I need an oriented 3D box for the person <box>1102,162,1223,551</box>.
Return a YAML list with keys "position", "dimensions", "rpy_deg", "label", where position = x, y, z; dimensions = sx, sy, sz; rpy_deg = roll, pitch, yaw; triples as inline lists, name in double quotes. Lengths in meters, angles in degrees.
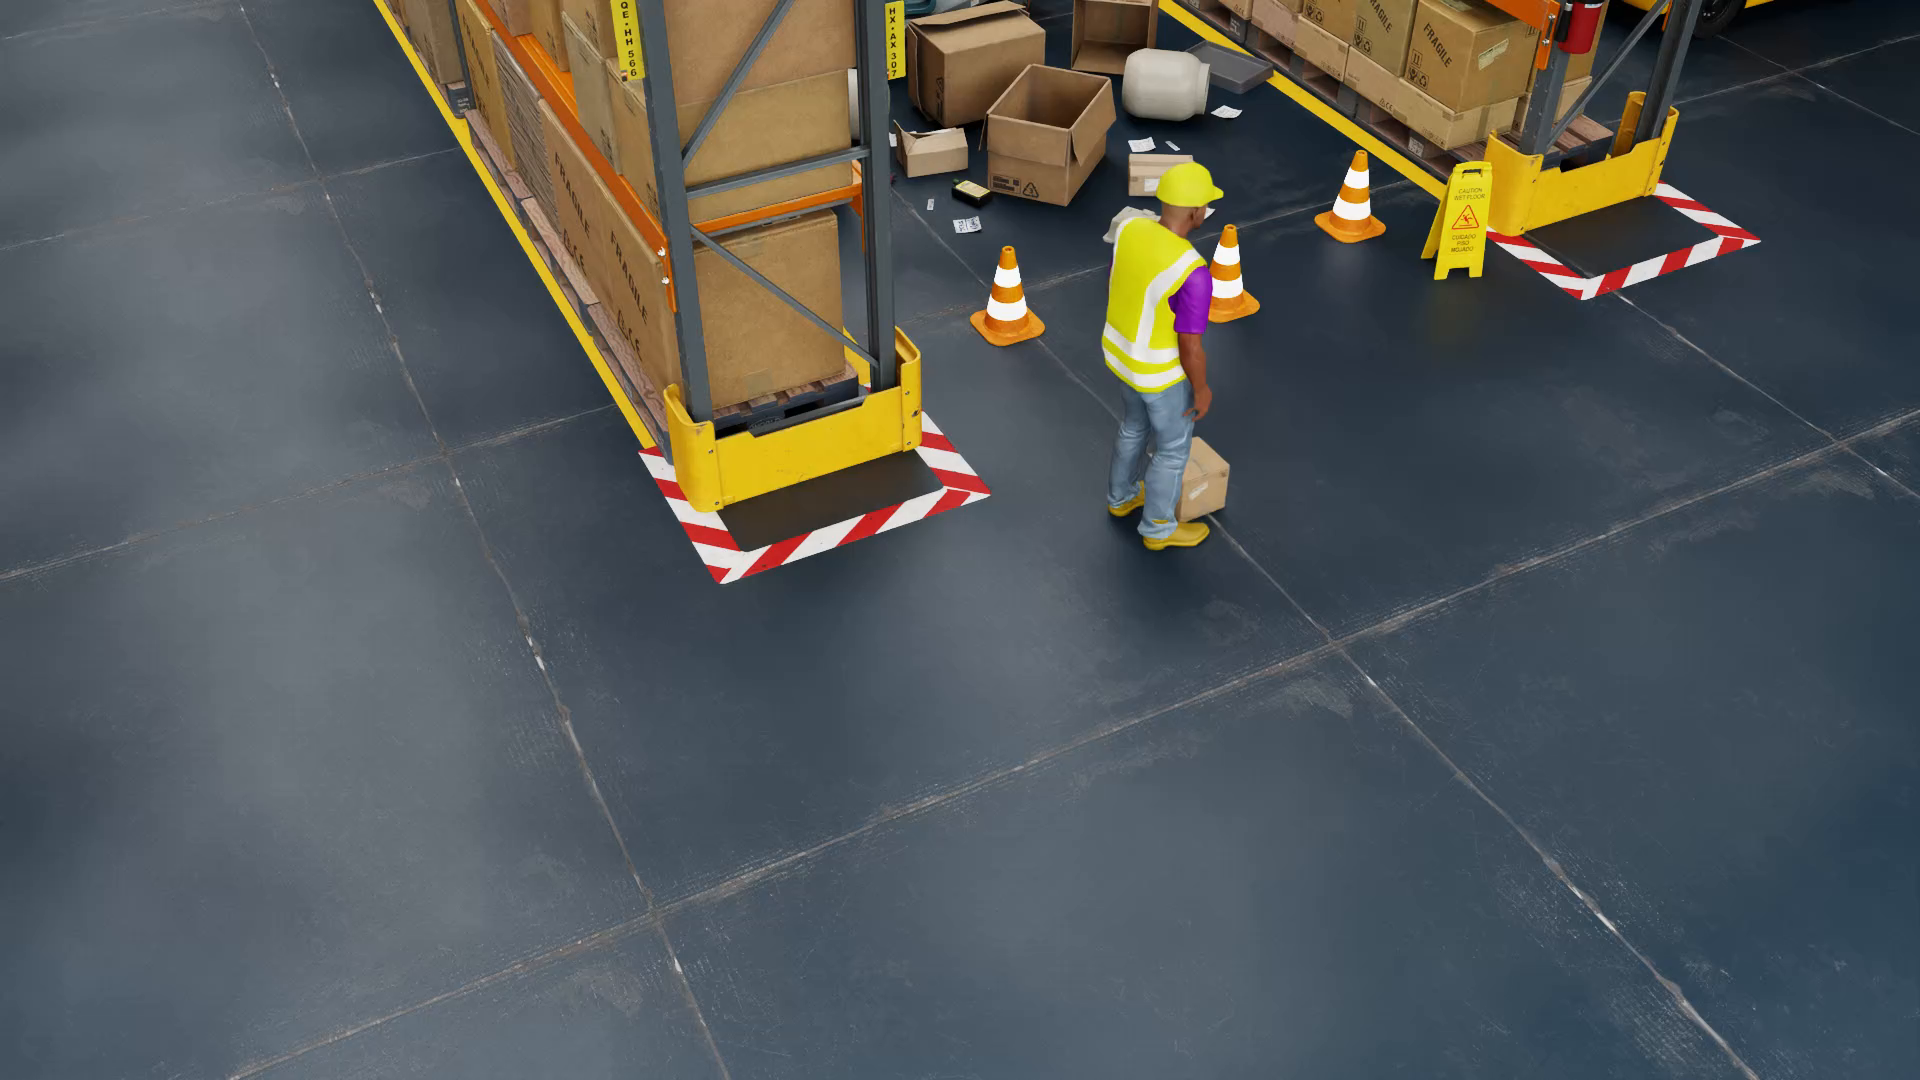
- position: [0.846, -0.767, 7.027]
  dimensions: [0.461, 1.759, 0.619]
  rpy_deg: [-21, 45, -22]
  label: "person"
